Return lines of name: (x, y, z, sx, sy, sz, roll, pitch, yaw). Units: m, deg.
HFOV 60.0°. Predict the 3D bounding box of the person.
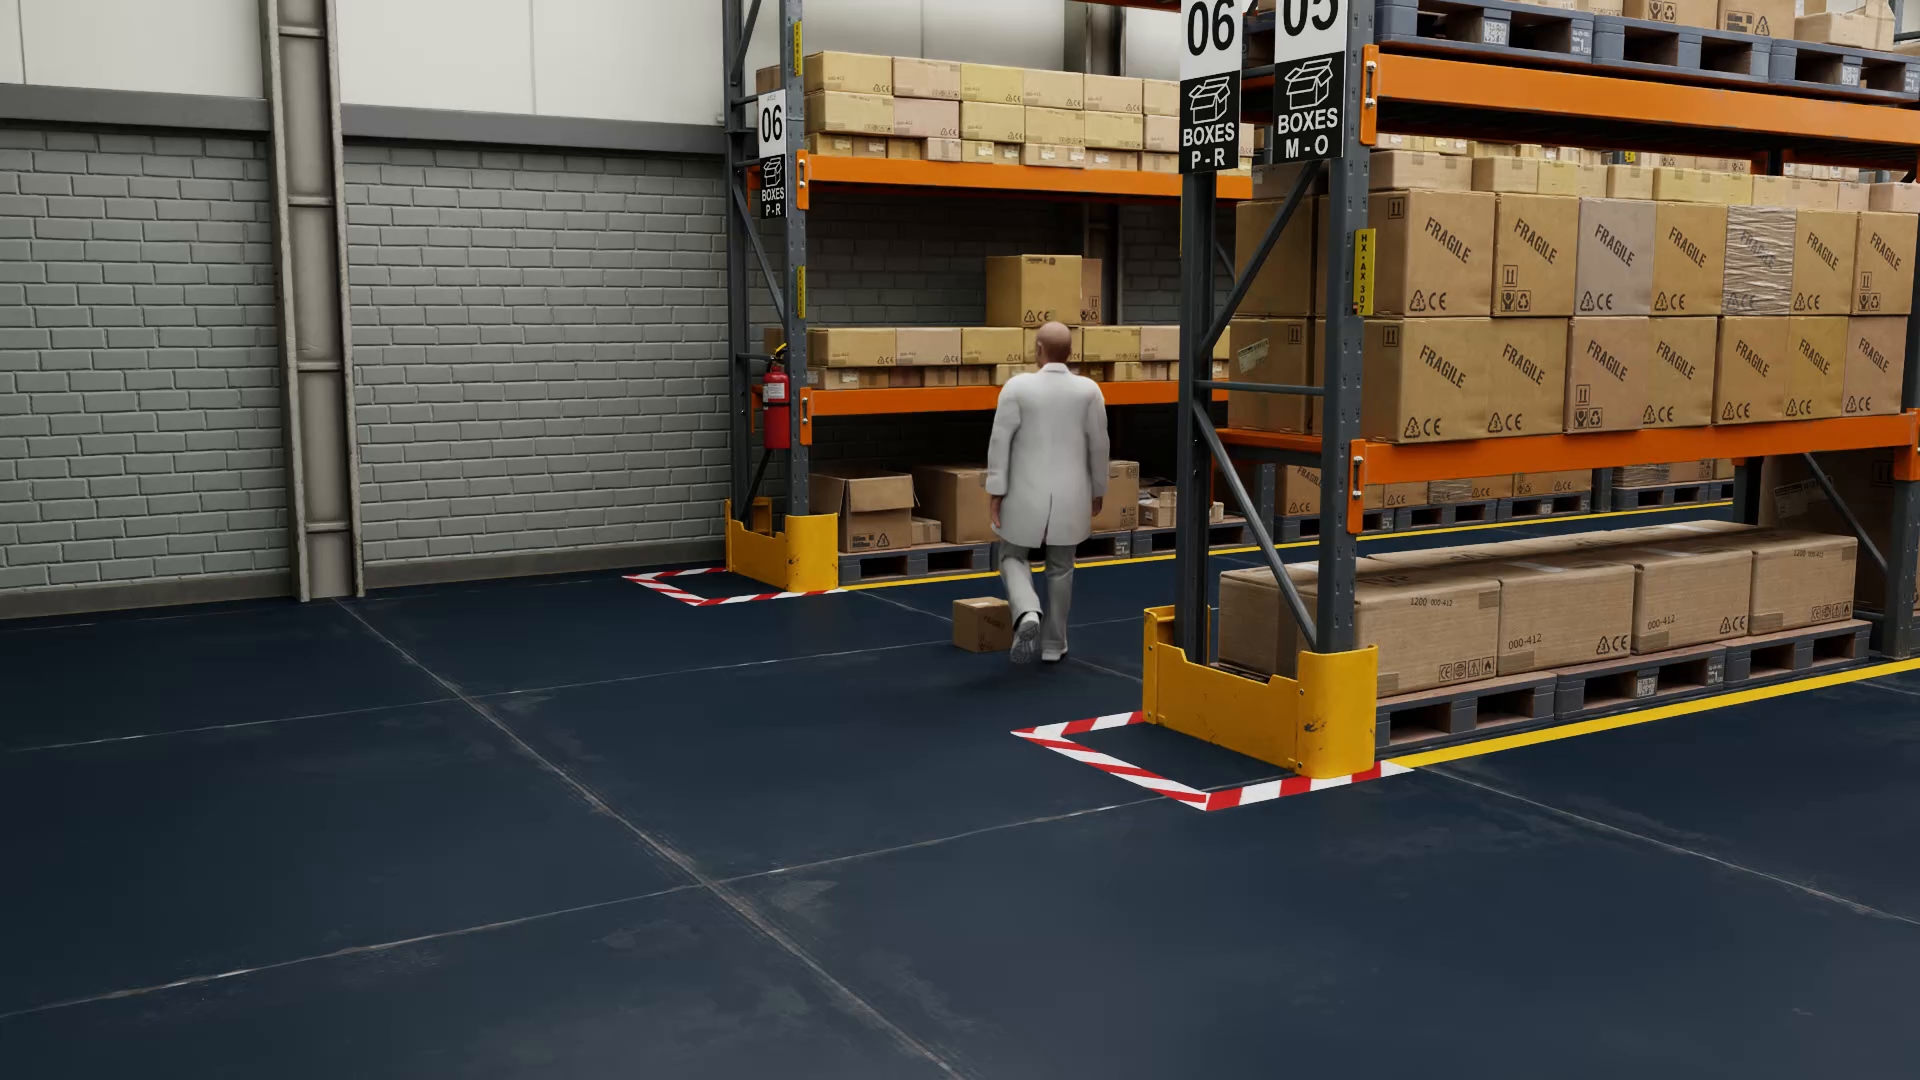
person: (0.443, -0.234, 8.519, 0.644, 1.760, 0.749, 0, 8, -3)
